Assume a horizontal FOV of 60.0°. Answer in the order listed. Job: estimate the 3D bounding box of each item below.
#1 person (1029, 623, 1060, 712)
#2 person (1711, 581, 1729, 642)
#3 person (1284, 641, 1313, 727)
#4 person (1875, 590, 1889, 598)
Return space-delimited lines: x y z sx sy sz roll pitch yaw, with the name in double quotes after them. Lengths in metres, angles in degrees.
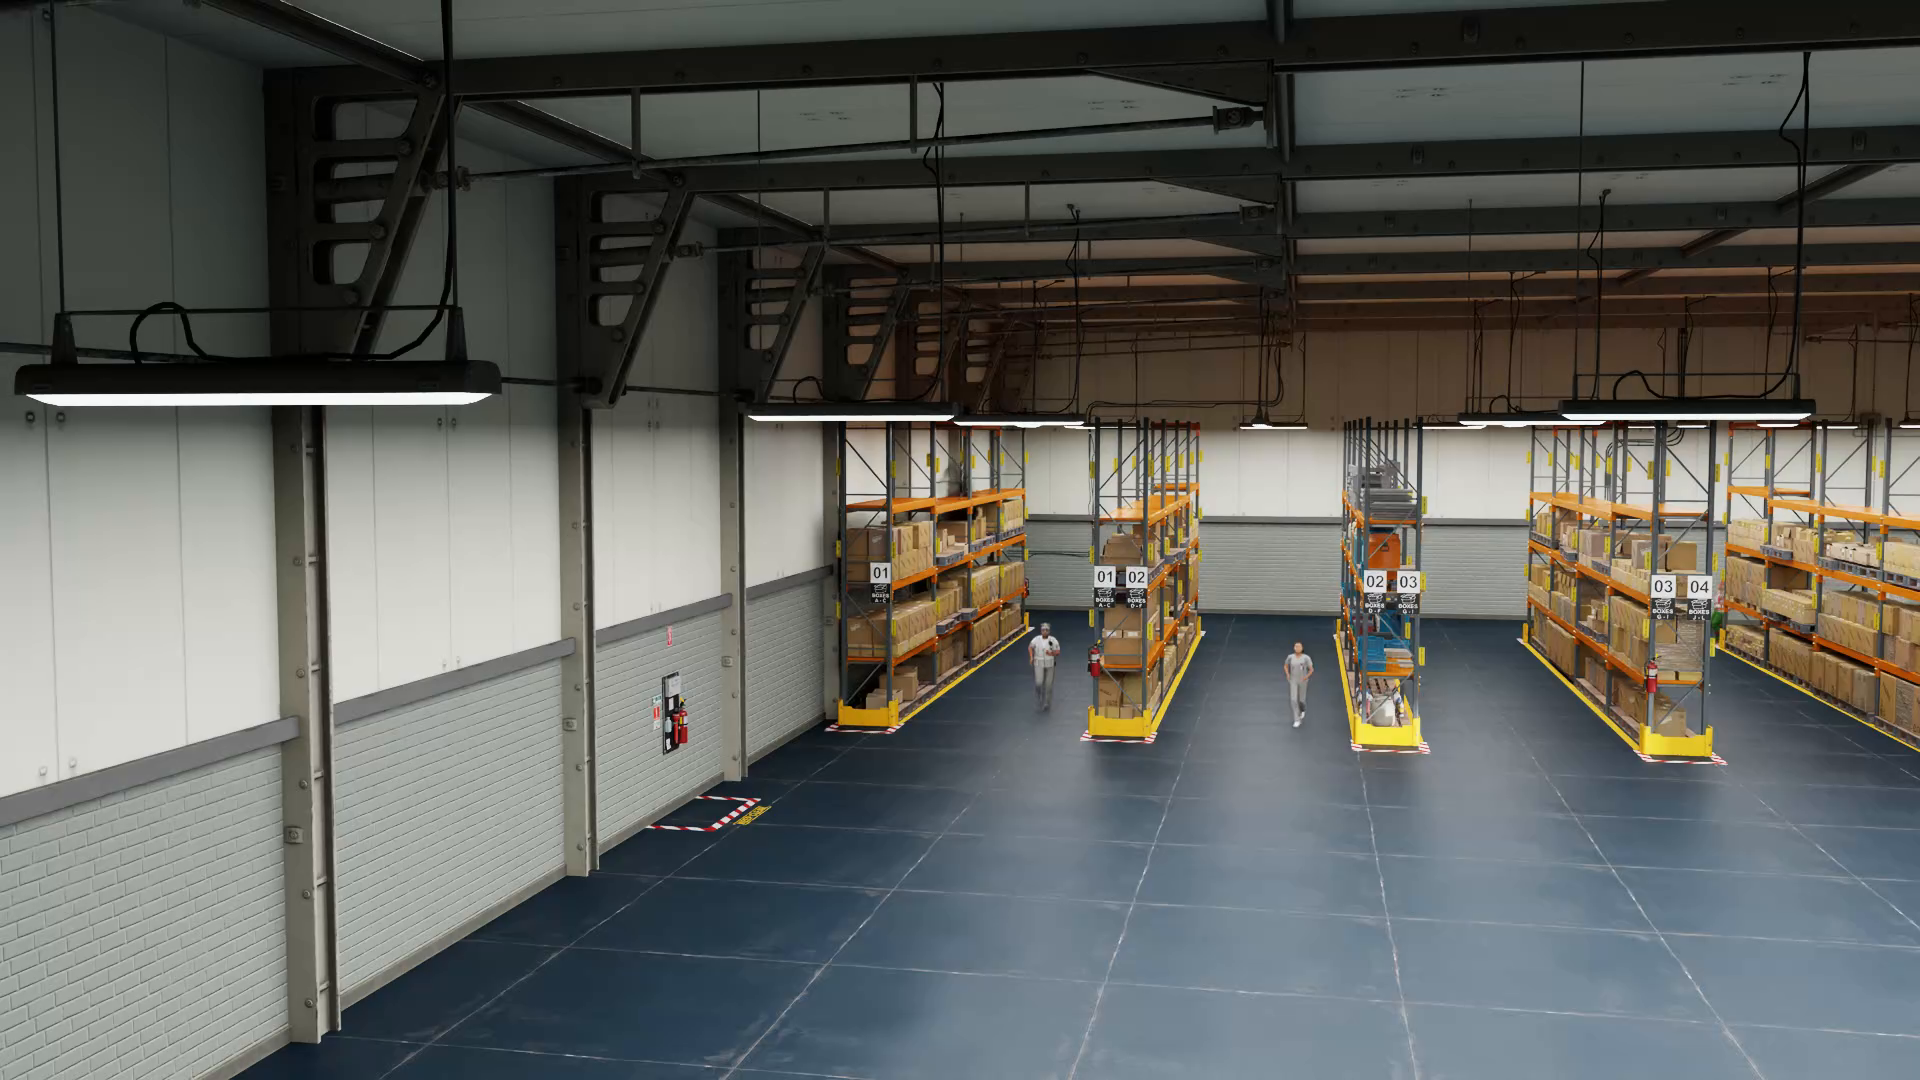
1.740 2.626 34.246 0.631 1.850 0.768 0 4 0 "person"
20.682 1.944 45.227 0.549 1.718 0.676 0 4 3 "person"
6.618 2.788 32.525 0.579 1.651 0.790 1 4 17 "person"
24.680 1.968 44.634 0.525 1.728 0.689 1 4 9 "person"
